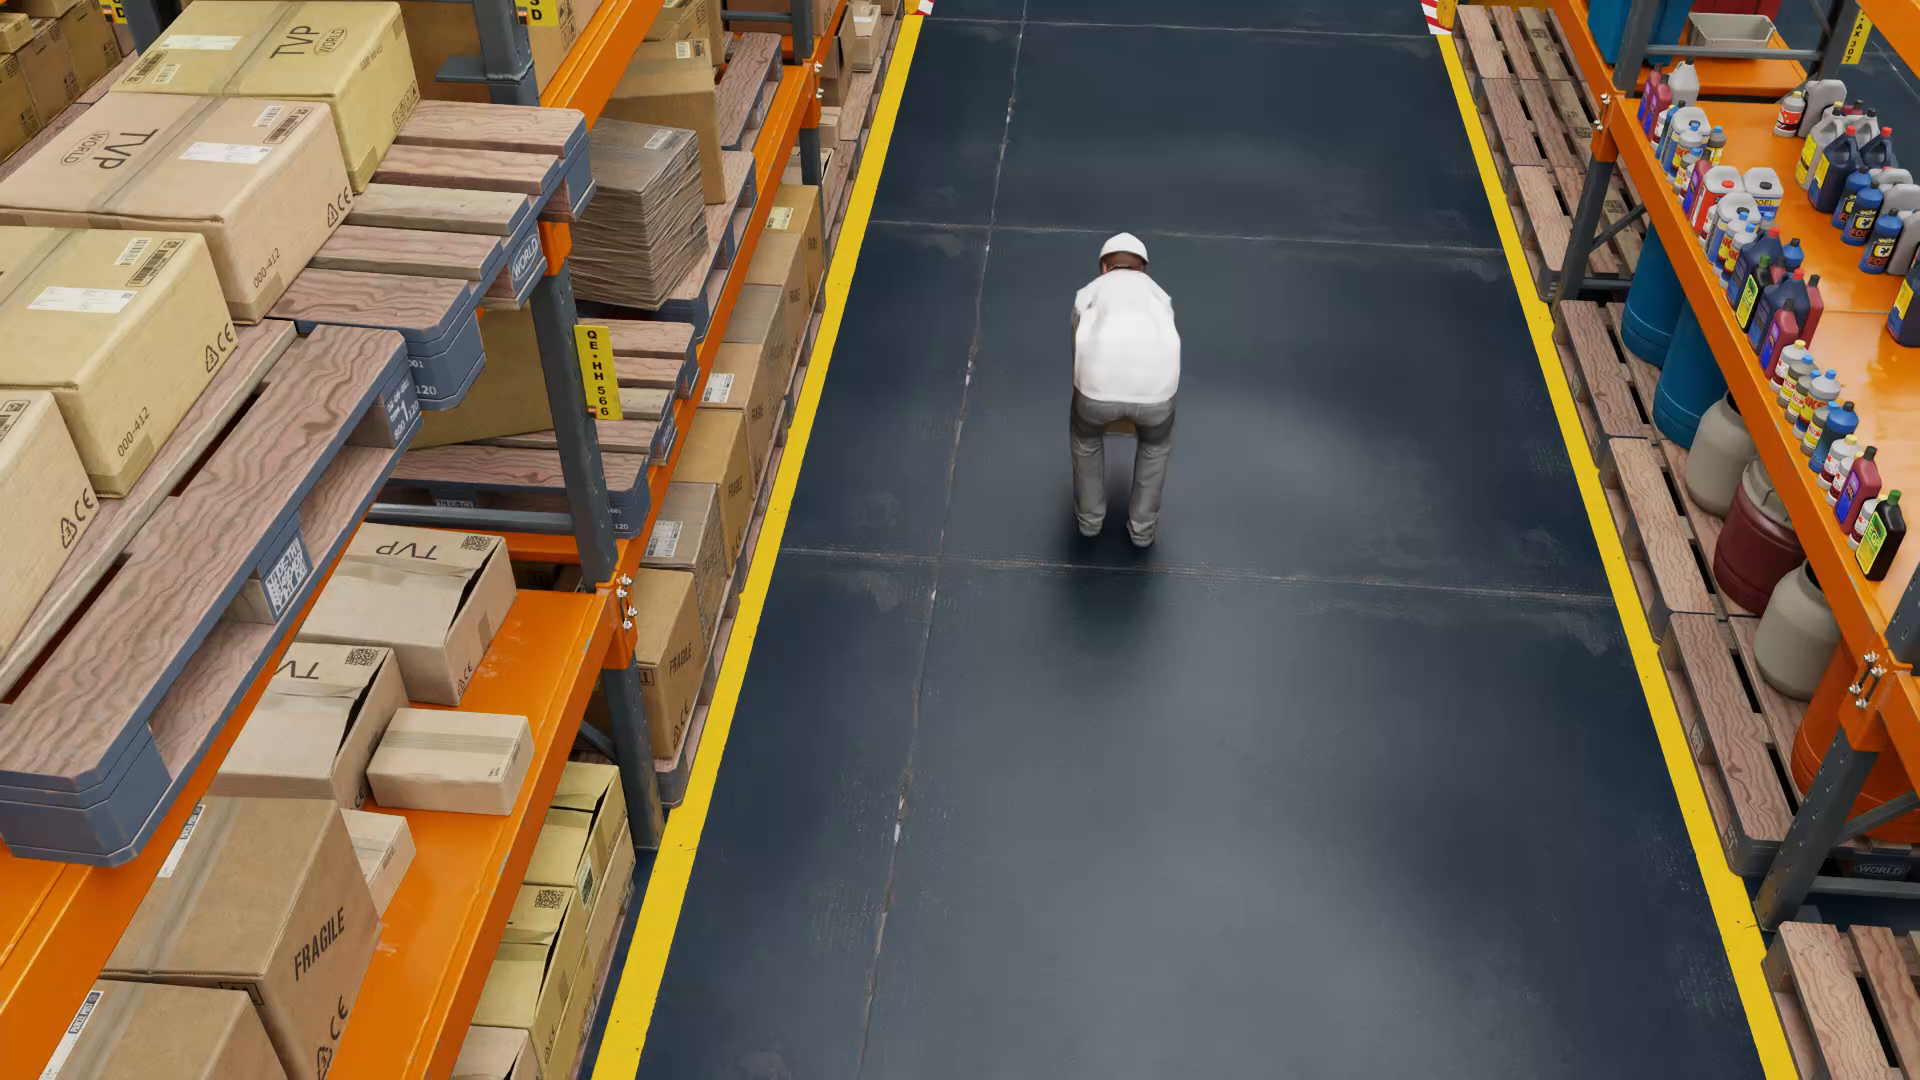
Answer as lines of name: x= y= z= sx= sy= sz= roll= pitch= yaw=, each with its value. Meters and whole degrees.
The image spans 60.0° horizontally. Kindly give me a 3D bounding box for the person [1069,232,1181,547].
person: x=0.710 y=-0.651 z=7.404 sx=0.465 sy=1.152 sz=1.003 roll=2 pitch=40 yaw=2
